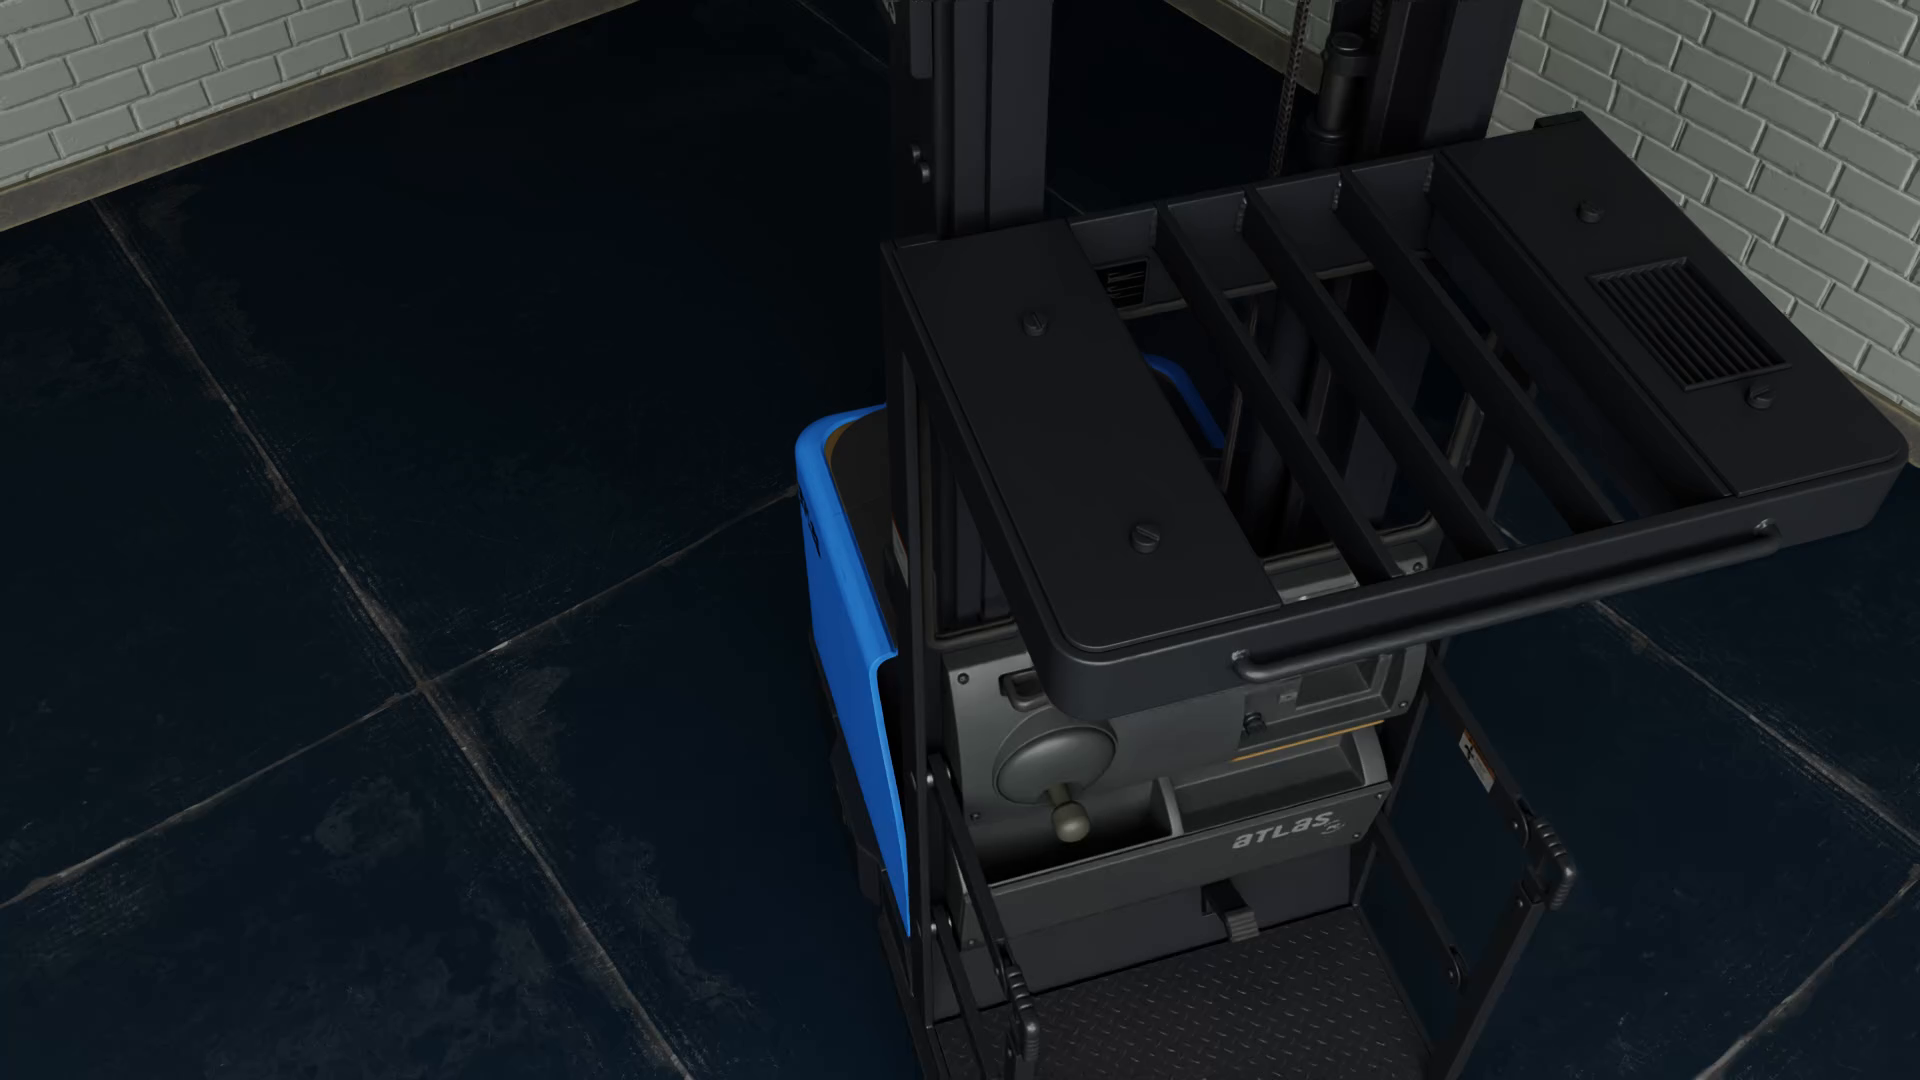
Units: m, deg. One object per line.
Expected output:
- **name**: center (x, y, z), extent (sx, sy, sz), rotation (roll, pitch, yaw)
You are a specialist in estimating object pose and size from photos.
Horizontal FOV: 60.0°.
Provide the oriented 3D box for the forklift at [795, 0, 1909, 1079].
- **forklift**: center (0.498, 0.385, 2.923), extent (1.130, 2.935, 3.031), rotation (-13, 49, -11)
